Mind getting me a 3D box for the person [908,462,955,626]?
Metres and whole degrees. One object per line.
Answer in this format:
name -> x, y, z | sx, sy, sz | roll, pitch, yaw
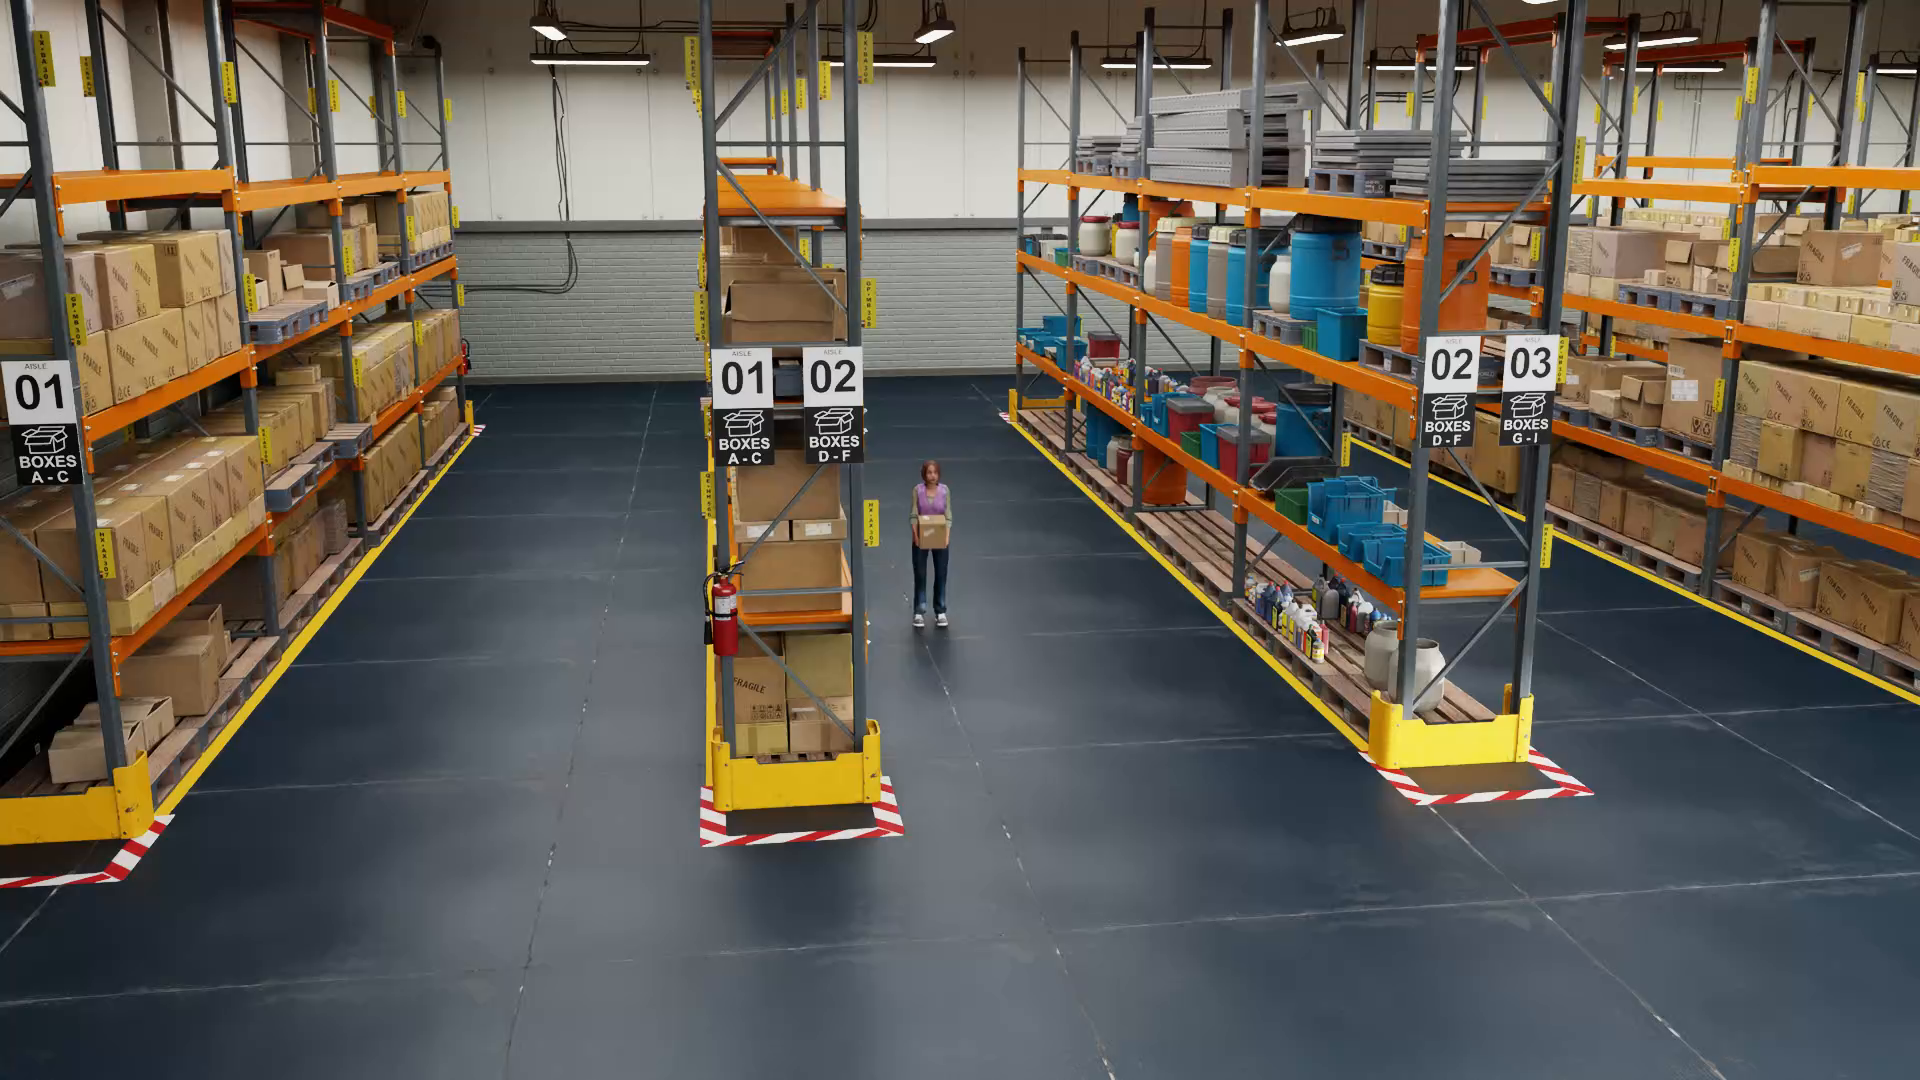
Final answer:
person -> -0.274, 0.029, 15.892 | 0.469, 1.592, 0.348 | -2, 14, -7
